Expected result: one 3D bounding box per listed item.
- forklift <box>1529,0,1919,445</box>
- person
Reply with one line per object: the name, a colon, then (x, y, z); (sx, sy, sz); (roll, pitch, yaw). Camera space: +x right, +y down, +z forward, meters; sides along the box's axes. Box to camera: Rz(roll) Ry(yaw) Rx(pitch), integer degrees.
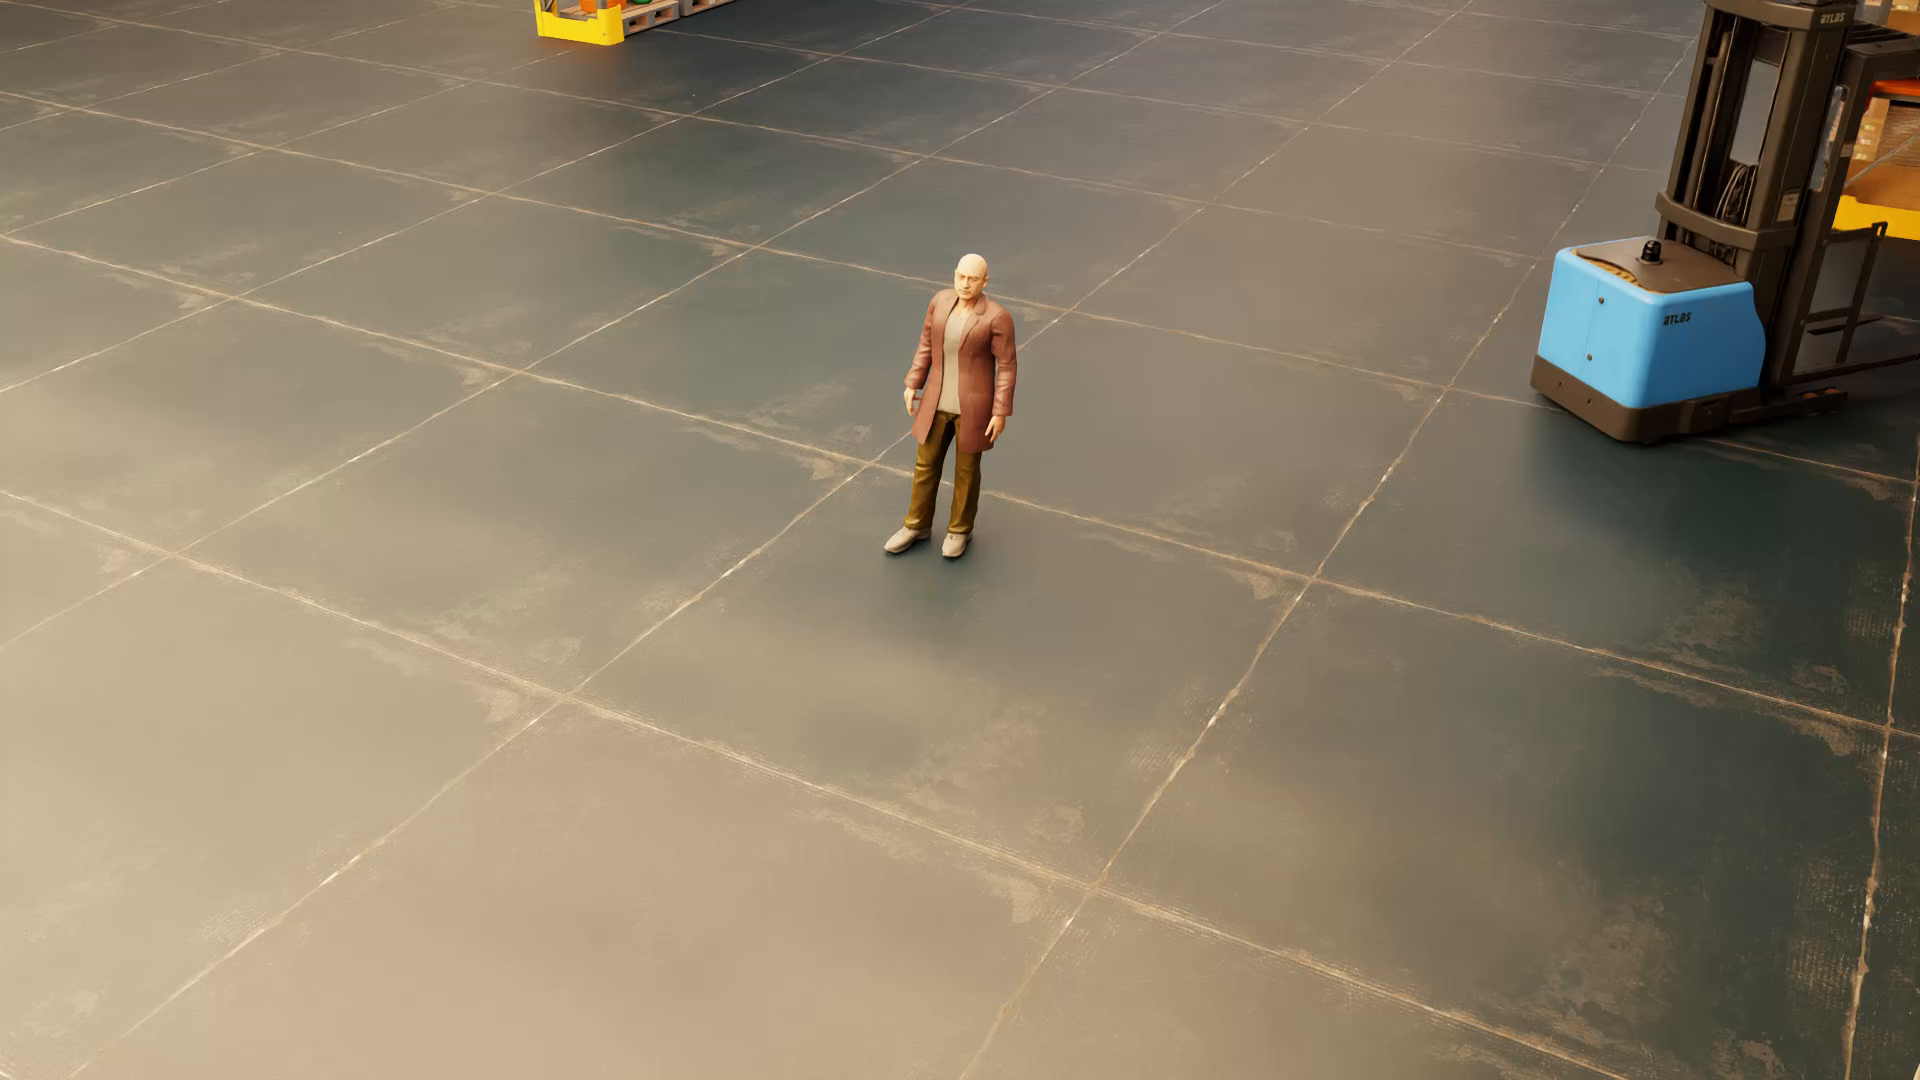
forklift: (5.600, -2.352, 11.146); (3.031, 2.935, 1.130); (-11, 32, -18)
person: (-0.048, -0.737, 9.486); (0.698, 1.778, 0.579); (15, 33, 25)
